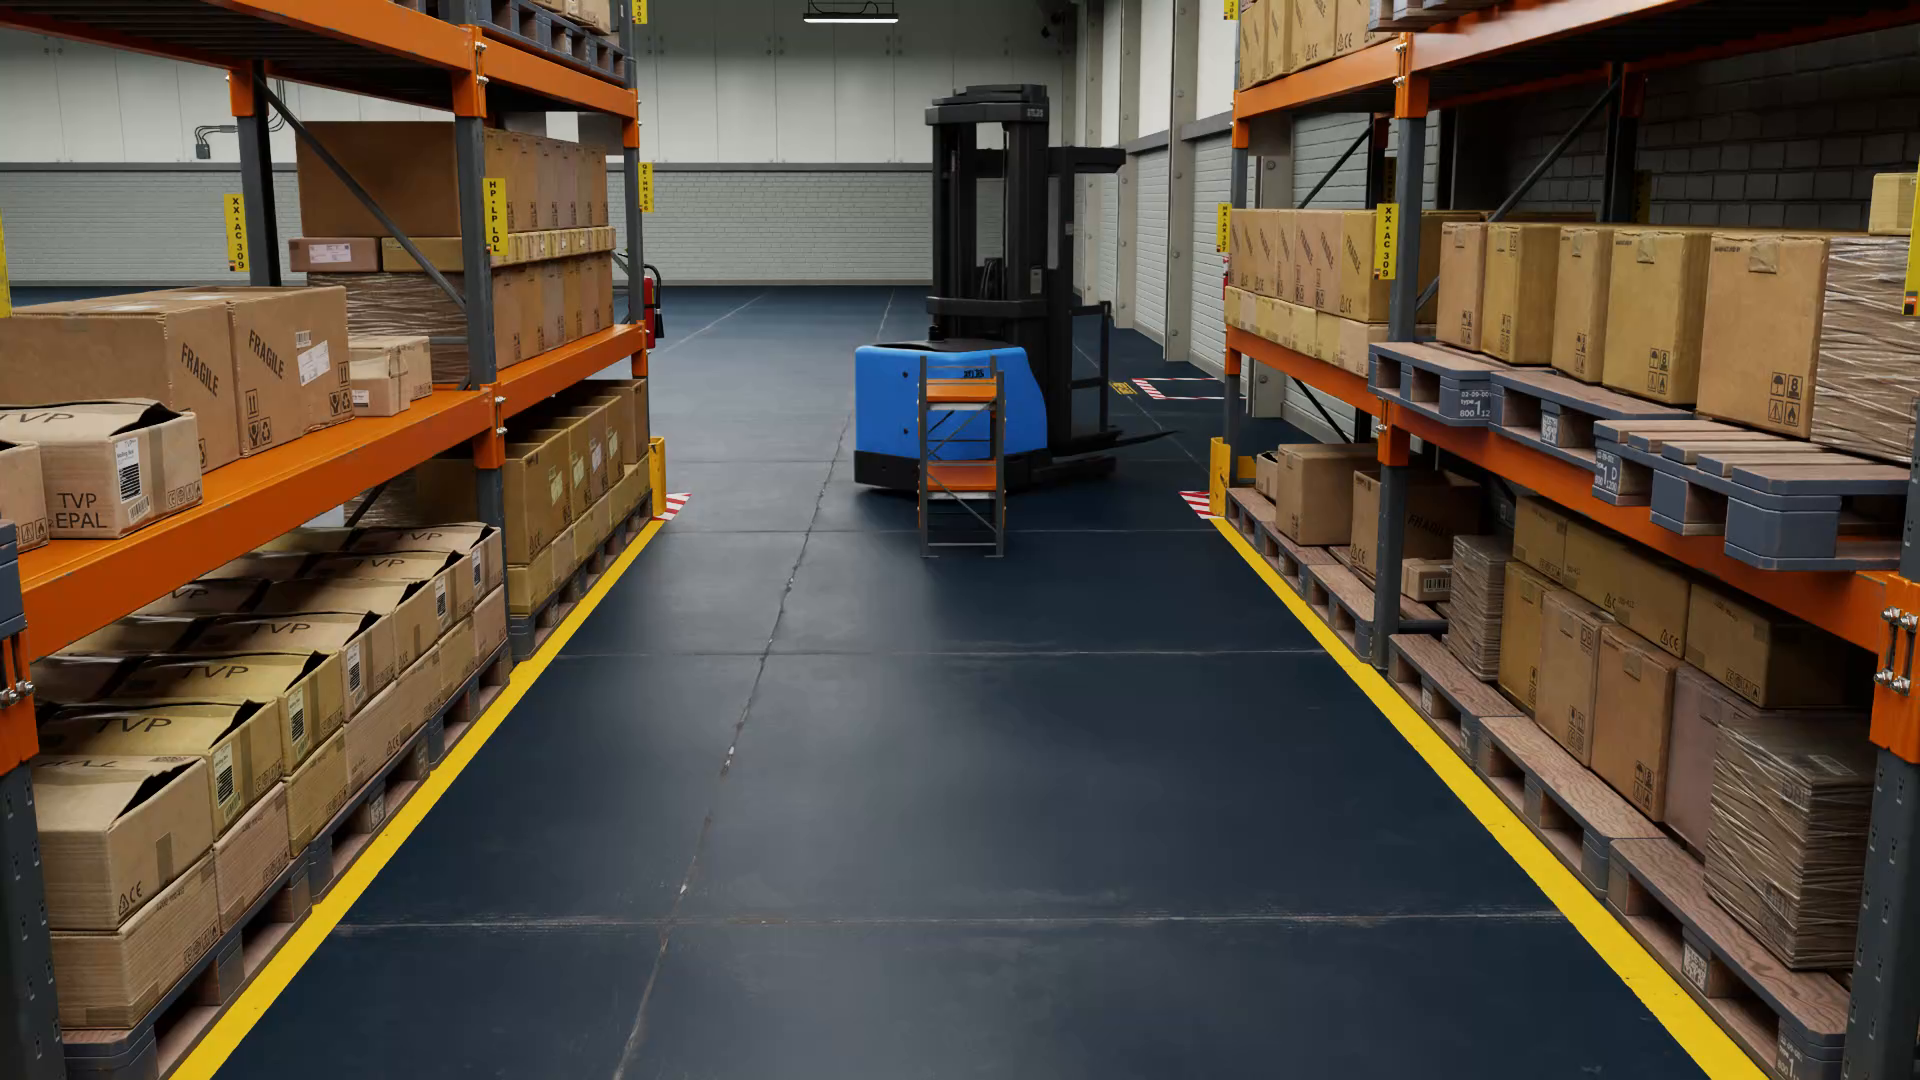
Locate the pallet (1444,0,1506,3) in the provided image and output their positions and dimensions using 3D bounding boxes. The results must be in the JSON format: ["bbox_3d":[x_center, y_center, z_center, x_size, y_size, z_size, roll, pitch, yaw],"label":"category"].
[{"bbox_3d":[2.336,-1.930,5.458,1.213,0.211,1.003,0,11,-1],"label":"pallet"}]

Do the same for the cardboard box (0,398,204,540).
[{"bbox_3d":[-2.289,-0.200,4.226,0.500,0.311,0.500,0,11,-2],"label":"cardboard box"}]

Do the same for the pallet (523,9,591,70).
[{"bbox_3d":[-2.613,-2.699,8.995,1.003,0.211,1.213,0,11,-1],"label":"pallet"}]

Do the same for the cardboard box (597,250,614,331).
[{"bbox_3d":[-2.633,-1.612,10.708,0.700,0.500,0.500,0,11,-1],"label":"cardboard box"}]

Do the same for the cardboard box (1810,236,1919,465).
[{"bbox_3d":[2.468,-0.444,3.848,0.700,0.500,0.500,-2,12,-8],"label":"cardboard box"}]

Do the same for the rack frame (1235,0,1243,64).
[{"bbox_3d":[2.323,-4.617,10.683,1.000,3.000,0.127,0,11,-1],"label":"rack frame"}]

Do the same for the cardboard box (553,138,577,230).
[{"bbox_3d":[-2.604,-2.032,9.518,0.700,0.500,0.500,0,11,-1],"label":"cardboard box"}]

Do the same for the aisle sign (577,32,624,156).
[{"bbox_3d":[-2.337,-2.944,10.988,0.394,0.787,0.004,0,11,-1],"label":"aisle sign"}]

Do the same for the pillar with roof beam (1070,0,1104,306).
[{"bbox_3d":[-1.598,-9.234,33.443,9.100,9.000,0.548,0,11,-1],"label":"pillar with roof beam"}]

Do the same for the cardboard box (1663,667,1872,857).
[{"bbox_3d":[2.527,0.677,4.857,0.700,0.500,0.500,0,11,-1],"label":"cardboard box"}]

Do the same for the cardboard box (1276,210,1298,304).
[{"bbox_3d":[2.059,-1.581,9.248,0.500,0.500,0.500,0,11,1],"label":"cardboard box"}]

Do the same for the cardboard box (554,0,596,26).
[{"bbox_3d":[-2.331,-3.018,9.163,0.500,0.311,0.500,1,12,6],"label":"cardboard box"}]

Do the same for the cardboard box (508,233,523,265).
[{"bbox_3d":[-2.378,-1.435,8.205,0.380,0.149,0.250,0,11,-2],"label":"cardboard box"}]

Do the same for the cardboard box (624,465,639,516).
[{"bbox_3d":[-2.301,-0.309,10.398,0.500,0.250,0.500,0,11,-1],"label":"cardboard box"}]

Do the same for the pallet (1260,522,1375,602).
[{"bbox_3d":[2.328,0.109,9.493,1.003,0.211,1.213,0,11,-1],"label":"pallet"}]

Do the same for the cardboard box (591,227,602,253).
[{"bbox_3d":[-2.419,-1.845,10.224,0.380,0.149,0.250,0,11,-2],"label":"cardboard box"}]

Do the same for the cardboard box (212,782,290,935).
[{"bbox_3d":[-2.193,0.871,4.580,0.500,0.250,0.500,-1,11,-3],"label":"cardboard box"}]

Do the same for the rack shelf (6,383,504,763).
[{"bbox_3d":[-2.506,-0.110,5.368,1.077,0.370,4.000,0,11,-1],"label":"rack shelf"}]

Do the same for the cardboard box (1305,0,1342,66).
[{"bbox_3d":[2.101,-2.720,8.578,0.500,0.500,0.500,-1,11,-3],"label":"cardboard box"}]

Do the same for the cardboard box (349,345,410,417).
[{"bbox_3d":[-2.345,-0.621,6.412,0.396,0.266,0.258,-1,11,-3],"label":"cardboard box"}]

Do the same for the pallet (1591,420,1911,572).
[{"bbox_3d":[2.367,-0.134,4.156,1.213,0.211,1.003,0,11,-1],"label":"pallet"}]

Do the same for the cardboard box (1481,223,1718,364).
[{"bbox_3d":[2.386,-0.934,6.260,0.700,0.500,0.500,1,12,5],"label":"cardboard box"}]

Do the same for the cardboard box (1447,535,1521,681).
[{"bbox_3d":[2.437,0.274,6.844,0.700,0.500,0.500,0,11,1],"label":"cardboard box"}]

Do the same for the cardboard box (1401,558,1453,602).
[{"bbox_3d":[2.364,0.185,8.122,0.380,0.166,0.250,-2,12,-9],"label":"cardboard box"}]

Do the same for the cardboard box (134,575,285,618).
[{"bbox_3d":[-2.771,0.292,6.025,0.500,0.311,0.500,-1,11,-3],"label":"cardboard box"}]

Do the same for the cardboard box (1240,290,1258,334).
[{"bbox_3d":[2.041,-1.412,10.300,0.500,0.250,0.500,-1,11,-3],"label":"cardboard box"}]

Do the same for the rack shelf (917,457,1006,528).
[{"bbox_3d":[0.000,-0.310,10.489,0.538,0.278,1.000,0,11,-1],"label":"rack shelf"}]

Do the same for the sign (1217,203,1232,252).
[{"bbox_3d":[1.780,-2.099,11.182,0.100,0.325,0.005,0,11,-1],"label":"sign"}]

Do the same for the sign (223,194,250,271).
[{"bbox_3d":[-3.102,-1.321,7.150,0.100,0.325,0.005,0,11,-1],"label":"sign"}]

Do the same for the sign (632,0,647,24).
[{"bbox_3d":[-2.087,-3.520,10.795,0.100,0.325,0.005,0,11,-1],"label":"sign"}]

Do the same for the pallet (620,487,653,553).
[{"bbox_3d":[-2.572,-0.137,10.704,1.003,0.211,1.213,0,11,-1],"label":"pallet"}]

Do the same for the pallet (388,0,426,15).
[{"bbox_3d":[-2.516,-2.062,6.113,0.805,0.209,1.217,-1,11,-3],"label":"pallet"}]

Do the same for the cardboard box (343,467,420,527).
[{"bbox_3d":[-2.774,-0.277,8.354,0.500,0.500,0.500,0,11,-1],"label":"cardboard box"}]

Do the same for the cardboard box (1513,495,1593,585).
[{"bbox_3d":[2.450,-0.006,6.338,0.500,0.250,0.500,0,11,-2],"label":"cardboard box"}]

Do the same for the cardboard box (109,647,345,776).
[{"bbox_3d":[-2.209,0.490,5.046,0.500,0.311,0.500,-1,11,-3],"label":"cardboard box"}]

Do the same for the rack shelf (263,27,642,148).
[{"bbox_3d":[-2.588,-2.376,8.989,1.077,0.370,4.000,0,11,-1],"label":"rack shelf"}]

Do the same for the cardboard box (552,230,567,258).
[{"bbox_3d":[-2.397,-1.639,9.211,0.380,0.149,0.250,0,11,-2],"label":"cardboard box"}]

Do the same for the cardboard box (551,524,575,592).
[{"bbox_3d":[-2.259,0.088,8.439,0.500,0.250,0.500,0,11,-1],"label":"cardboard box"}]

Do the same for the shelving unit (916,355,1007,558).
[{"bbox_3d":[0.000,-0.550,10.441,0.538,1.125,1.048,0,11,-1],"label":"shelving unit"}]

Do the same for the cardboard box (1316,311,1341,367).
[{"bbox_3d":[2.091,-1.010,8.320,0.500,0.250,0.500,0,11,-1],"label":"cardboard box"}]

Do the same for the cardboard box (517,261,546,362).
[{"bbox_3d":[-2.586,-1.202,8.689,0.700,0.500,0.500,0,11,0],"label":"cardboard box"}]

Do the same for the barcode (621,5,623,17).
[{"bbox_3d":[-2.141,-3.352,10.534,0.001,0.075,0.075,0,11,-1],"label":"barcode"}]

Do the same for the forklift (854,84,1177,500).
[{"bbox_3d":[0.568,-1.956,12.827,1.130,2.935,3.031,10,15,41],"label":"forklift"}]

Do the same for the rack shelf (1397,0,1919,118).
[{"bbox_3d":[2.447,-1.602,5.174,1.077,0.370,4.000,0,11,-1],"label":"rack shelf"}]

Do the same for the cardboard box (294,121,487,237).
[{"bbox_3d":[-2.563,-1.633,7.552,0.700,0.500,0.500,0,11,-1],"label":"cardboard box"}]

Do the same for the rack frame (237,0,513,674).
[{"bbox_3d":[-2.547,-0.861,7.256,1.000,3.000,0.127,0,11,-1],"label":"rack frame"}]

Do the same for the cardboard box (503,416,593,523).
[{"bbox_3d":[-2.264,-0.379,8.854,0.500,0.500,0.500,0,11,-1],"label":"cardboard box"}]

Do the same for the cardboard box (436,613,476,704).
[{"bbox_3d":[-2.240,0.463,6.592,0.500,0.250,0.500,0,11,-2],"label":"cardboard box"}]

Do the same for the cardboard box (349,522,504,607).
[{"bbox_3d":[-2.252,0.086,7.041,0.500,0.311,0.500,0,11,-1],"label":"cardboard box"}]

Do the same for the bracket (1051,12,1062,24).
[{"bbox_3d":[2.236,-12.125,38.638,0.235,0.232,0.430,0,11,-1],"label":"bracket"}]

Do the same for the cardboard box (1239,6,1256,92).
[{"bbox_3d":[2.080,-3.138,10.637,0.500,0.500,0.500,0,11,0],"label":"cardboard box"}]
